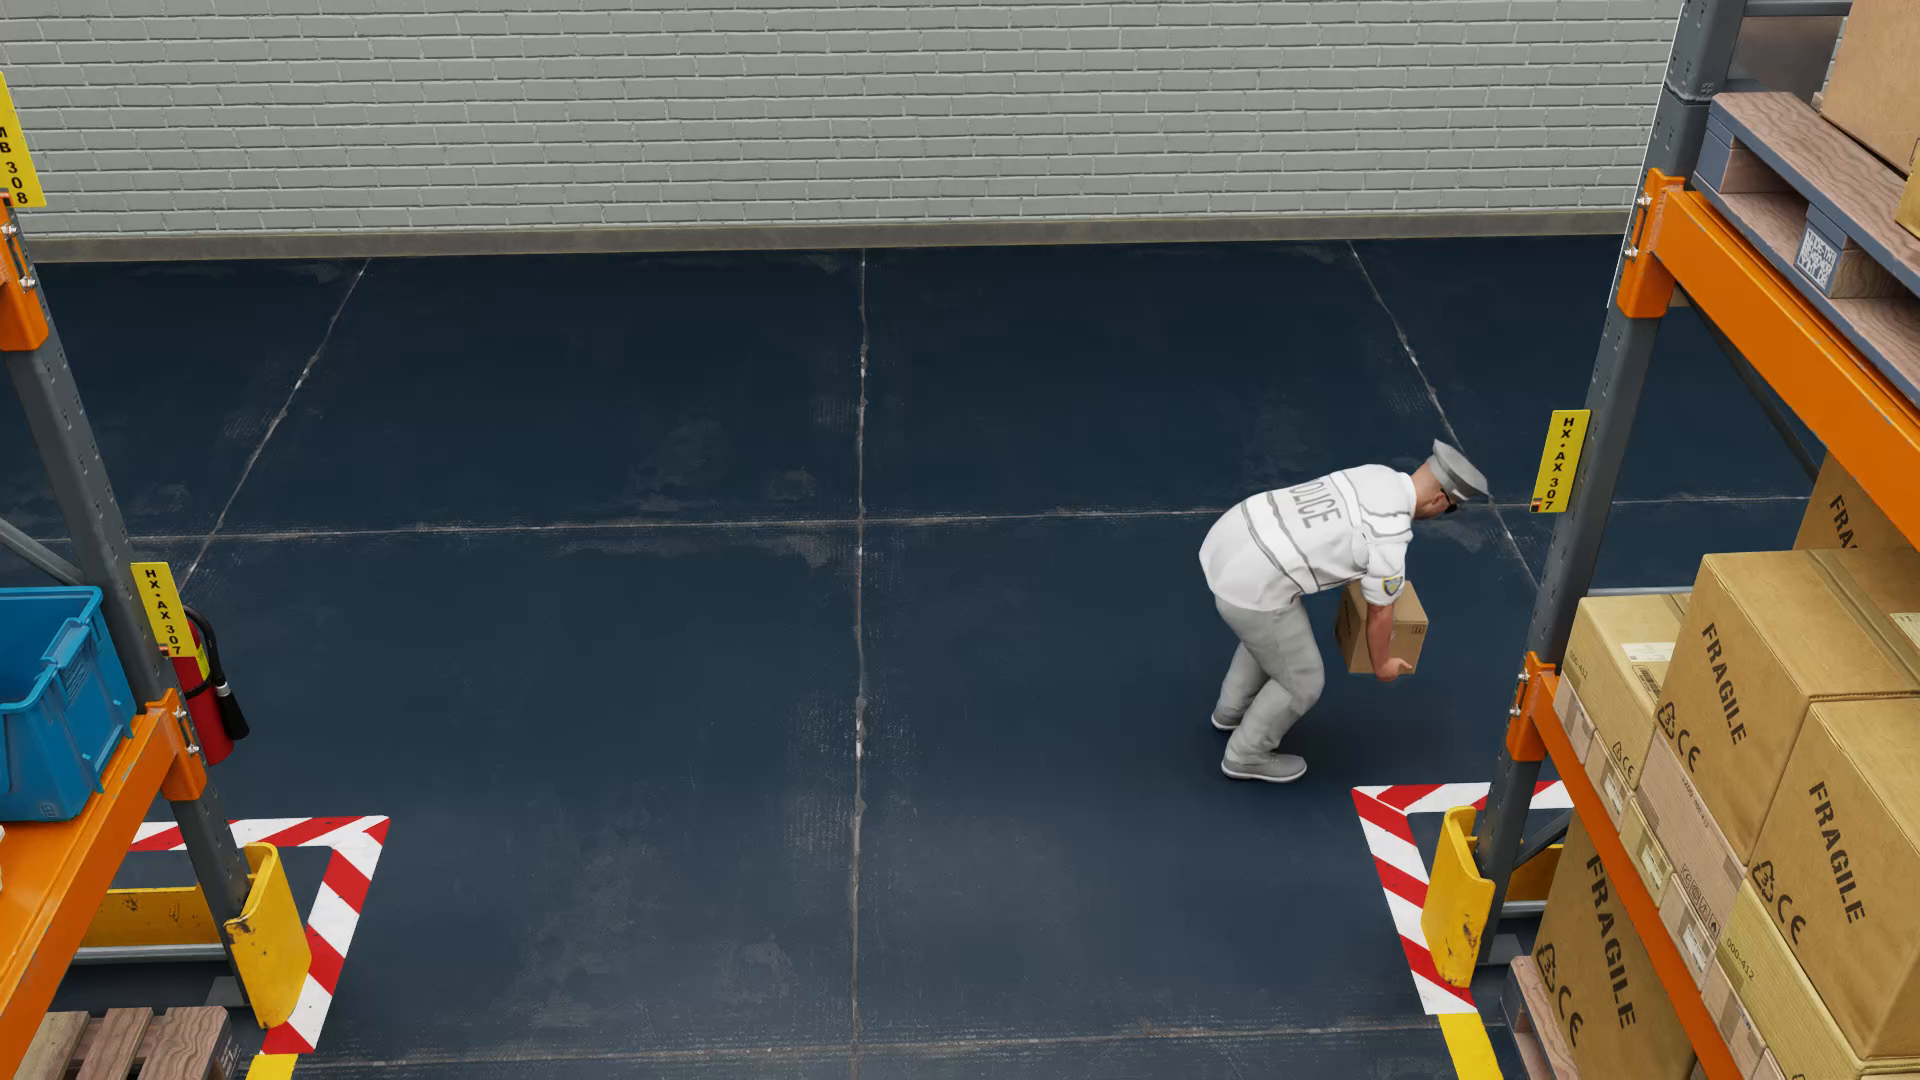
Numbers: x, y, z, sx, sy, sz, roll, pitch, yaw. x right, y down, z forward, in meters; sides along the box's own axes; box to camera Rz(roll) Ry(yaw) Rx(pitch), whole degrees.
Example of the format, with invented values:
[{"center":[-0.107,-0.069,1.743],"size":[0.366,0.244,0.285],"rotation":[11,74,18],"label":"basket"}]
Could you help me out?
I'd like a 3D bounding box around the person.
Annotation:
[{"center":[1.370,0.255,6.138],"size":[0.987,1.341,0.496],"rotation":[-3,35,-4],"label":"person"}]
